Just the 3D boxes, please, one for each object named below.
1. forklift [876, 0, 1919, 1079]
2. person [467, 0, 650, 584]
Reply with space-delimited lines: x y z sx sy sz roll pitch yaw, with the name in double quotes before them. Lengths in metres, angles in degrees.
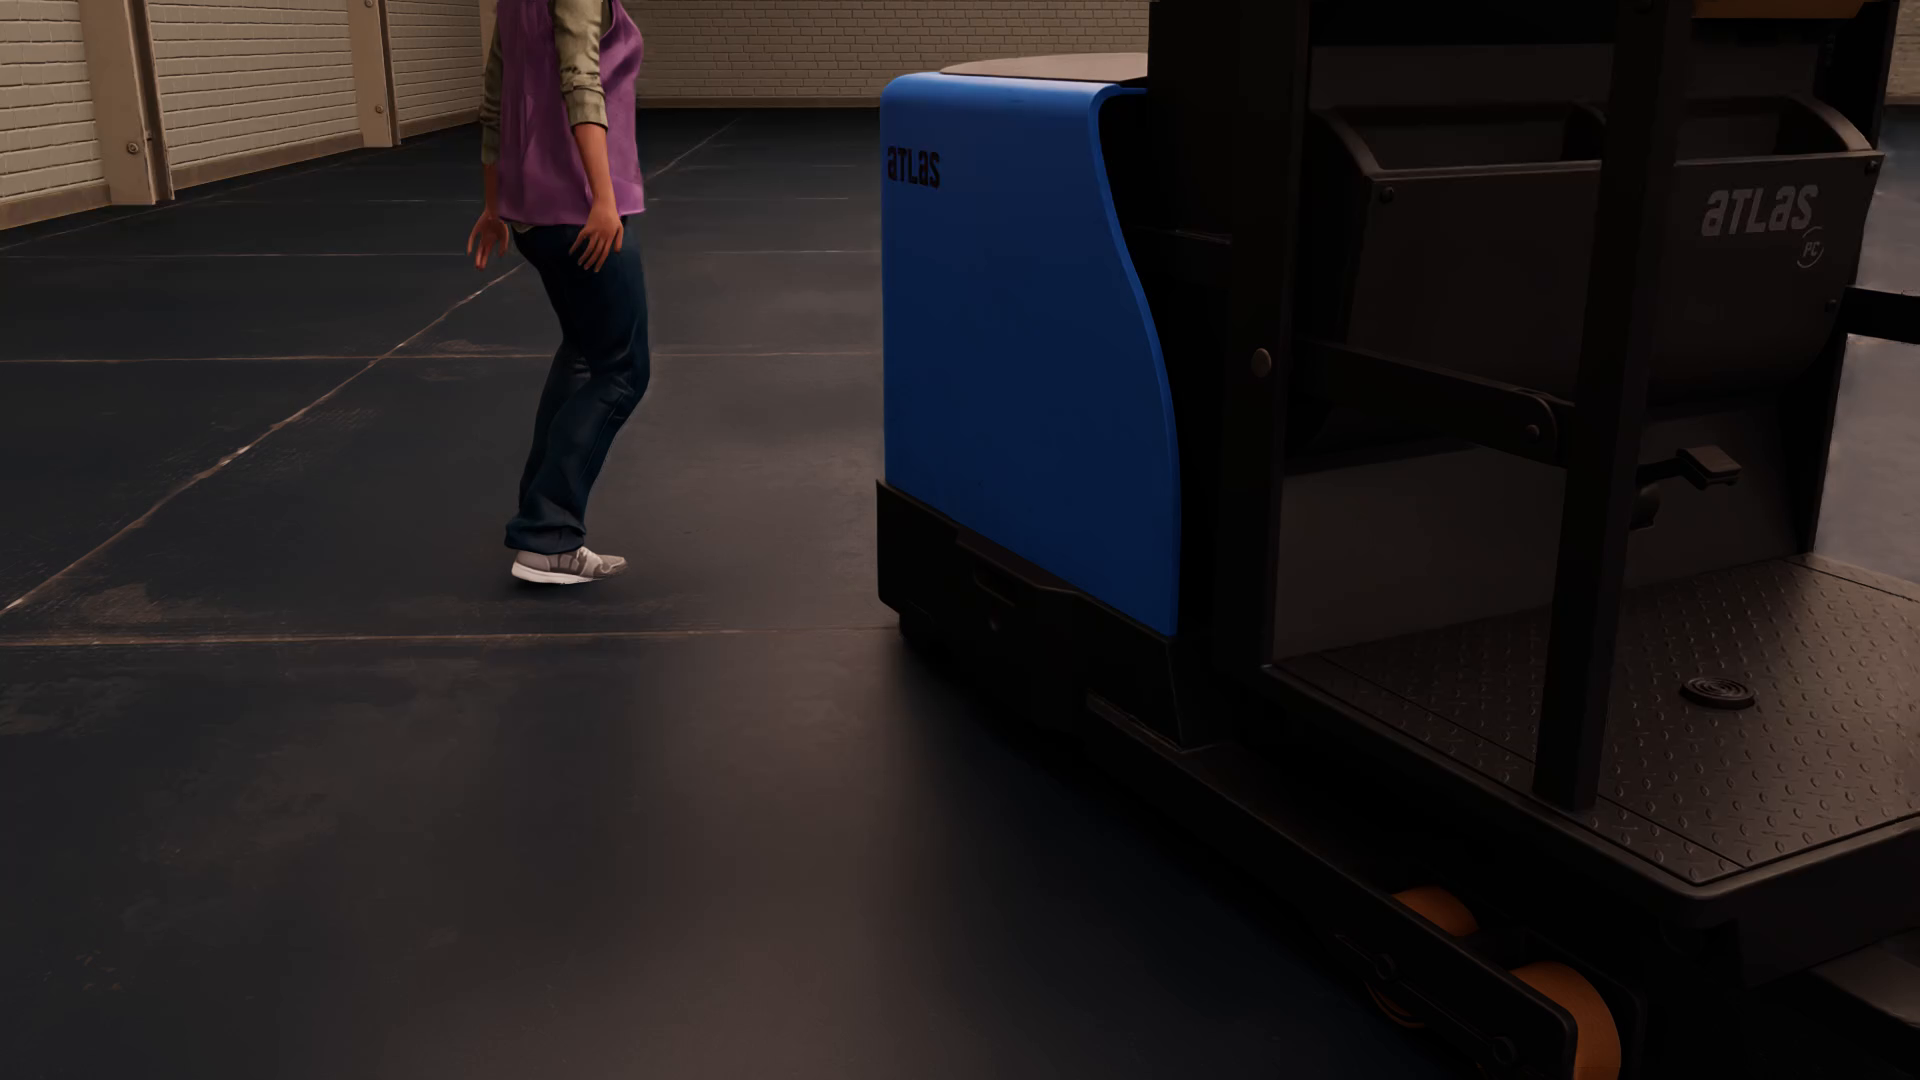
"forklift" 0.961 -0.914 1.895 1.130 2.935 3.031 -9 19 -26
"person" -0.863 -0.683 3.566 0.408 1.565 0.744 -10 20 -30
